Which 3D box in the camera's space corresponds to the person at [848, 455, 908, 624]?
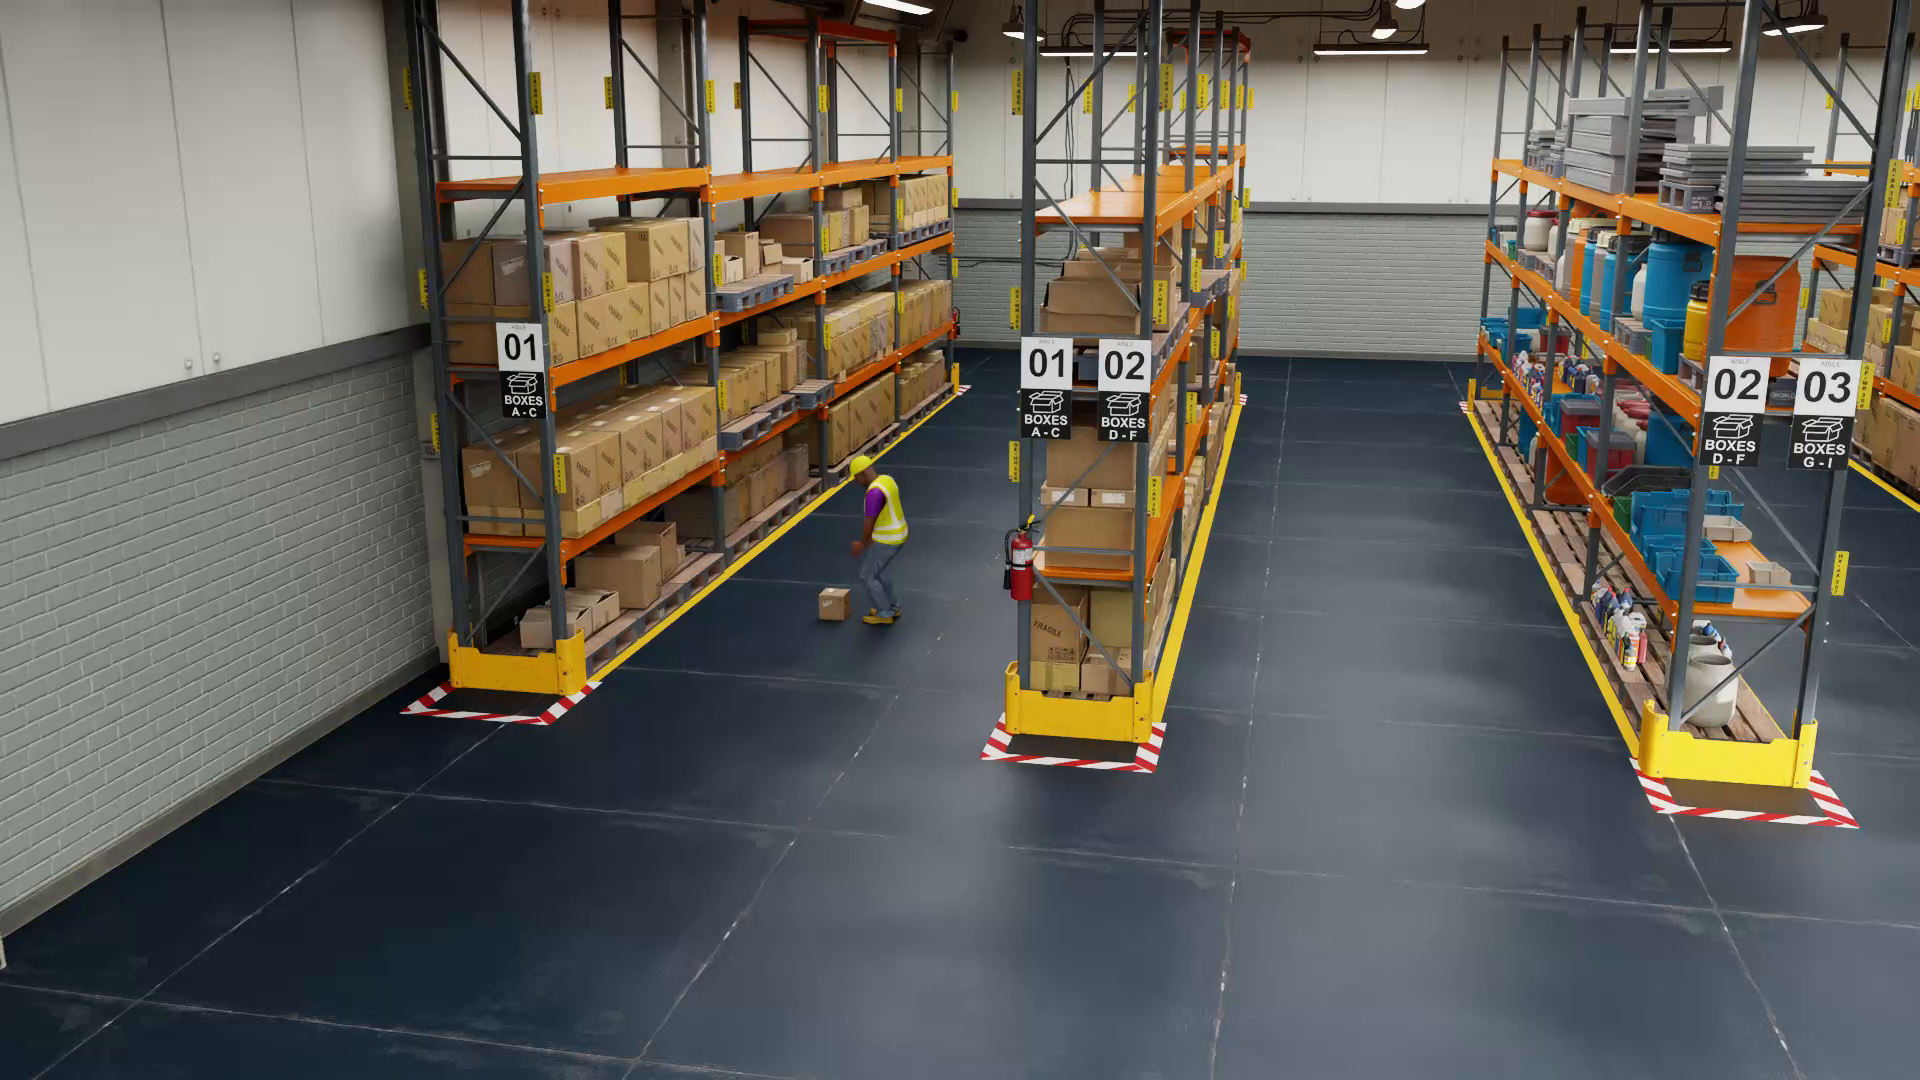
[{"bbox_3d":[-0.806,-0.008,16.226,0.554,1.651,0.610,3,15,12],"label":"person"}]
